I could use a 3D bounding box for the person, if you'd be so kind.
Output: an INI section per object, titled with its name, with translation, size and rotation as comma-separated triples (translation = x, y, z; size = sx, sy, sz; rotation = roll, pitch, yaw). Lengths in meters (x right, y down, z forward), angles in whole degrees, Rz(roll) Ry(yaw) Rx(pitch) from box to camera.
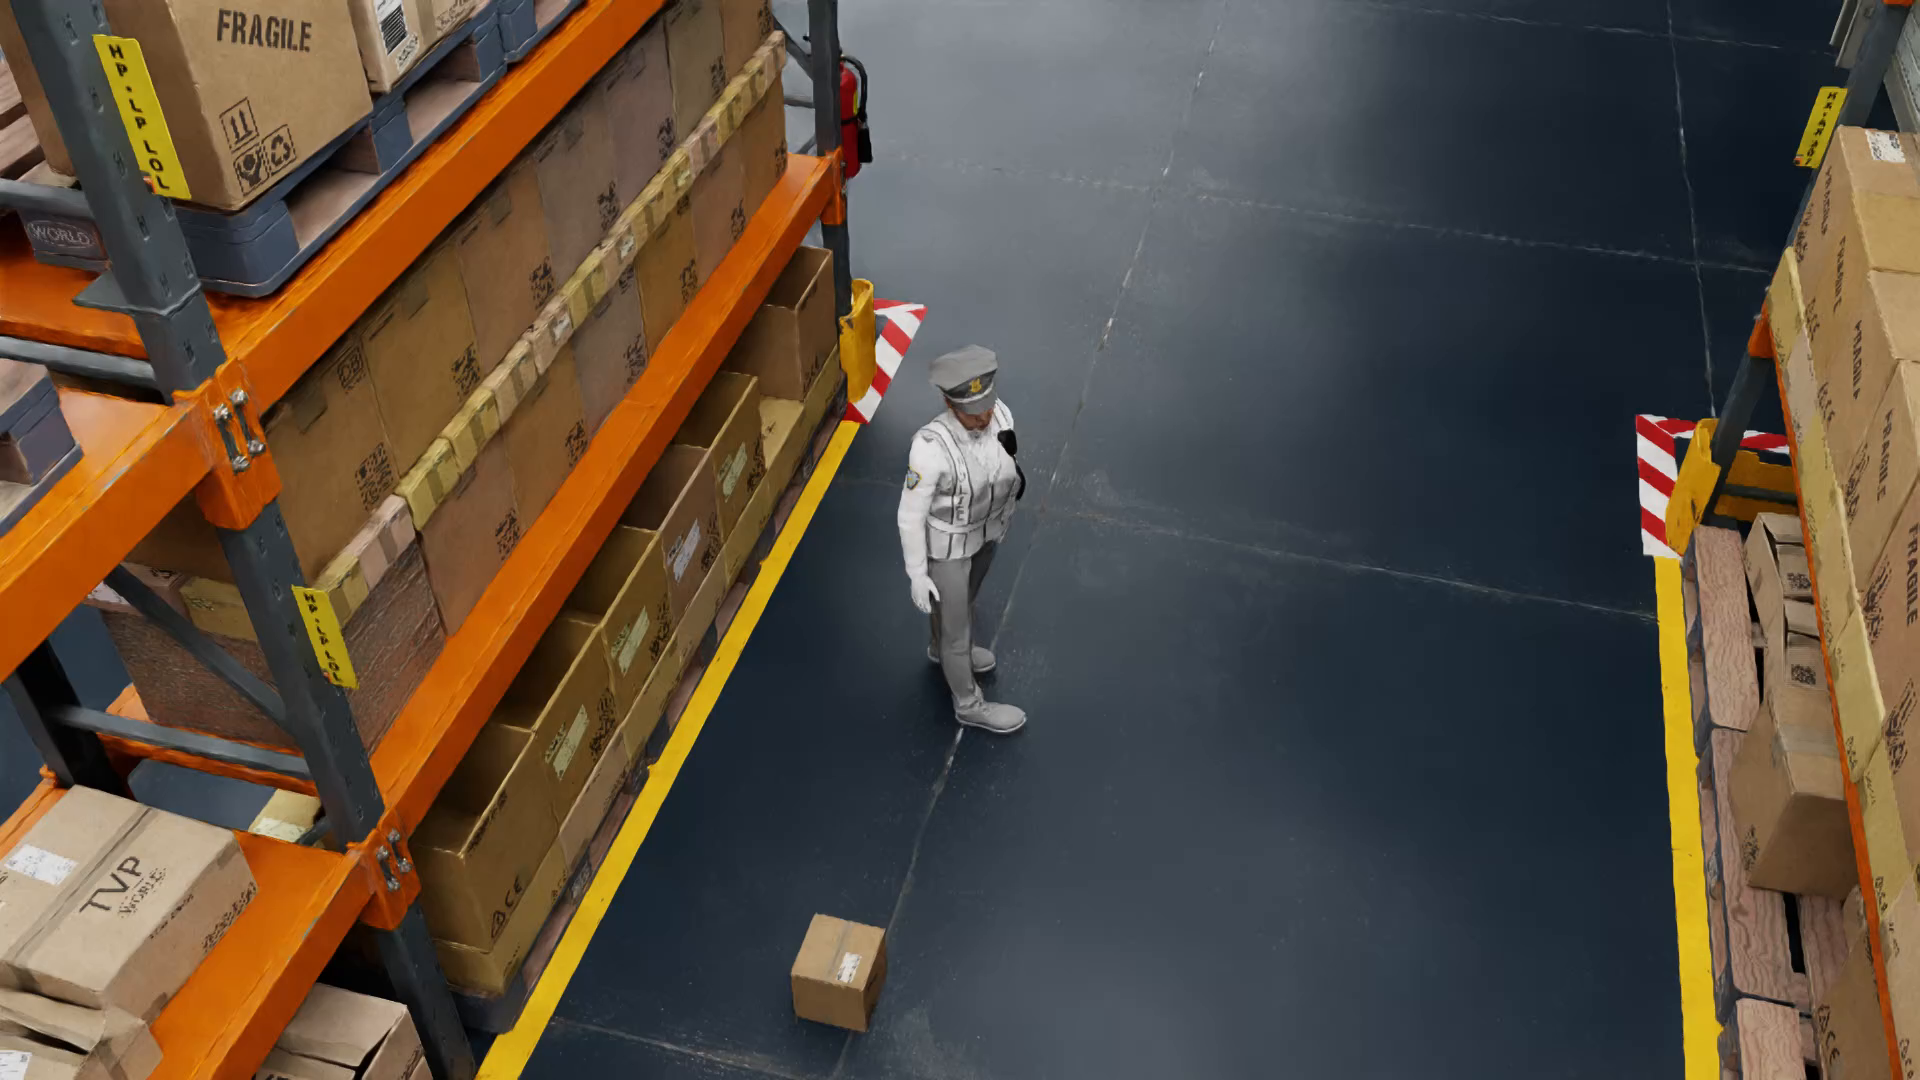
[person]
translation = 0.022, 0.020, 6.118
size = 0.566, 1.667, 0.582
rotation = 30, 49, 29
